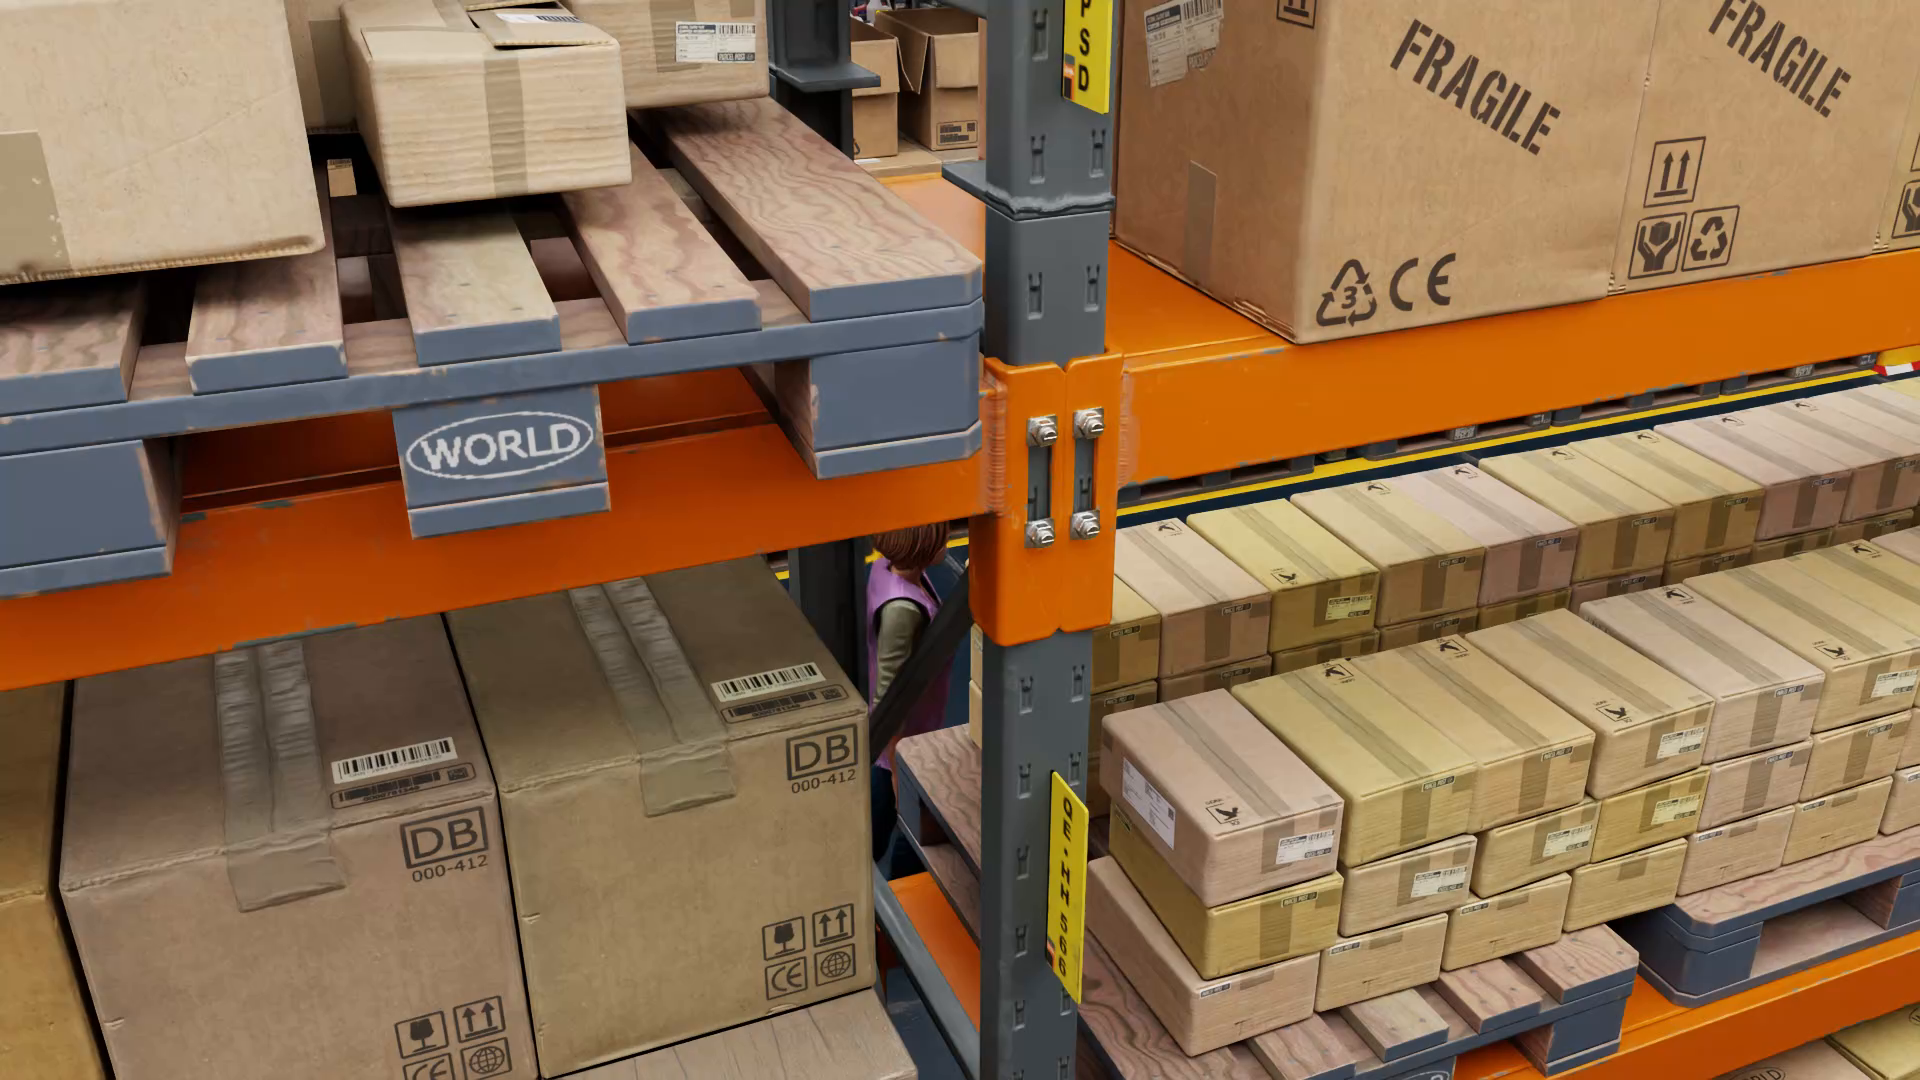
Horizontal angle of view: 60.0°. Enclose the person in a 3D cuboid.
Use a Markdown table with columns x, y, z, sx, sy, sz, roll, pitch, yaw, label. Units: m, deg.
| x | y | z | sx | sy | sz | roll | pitch | yaw | label |
| --- | --- | --- | --- | --- | --- | --- | --- | --- | --- |
| -0.231 | 0.600 | 4.915 | 0.514 | 1.588 | 0.451 | 1 | 26 | 2 | person |
